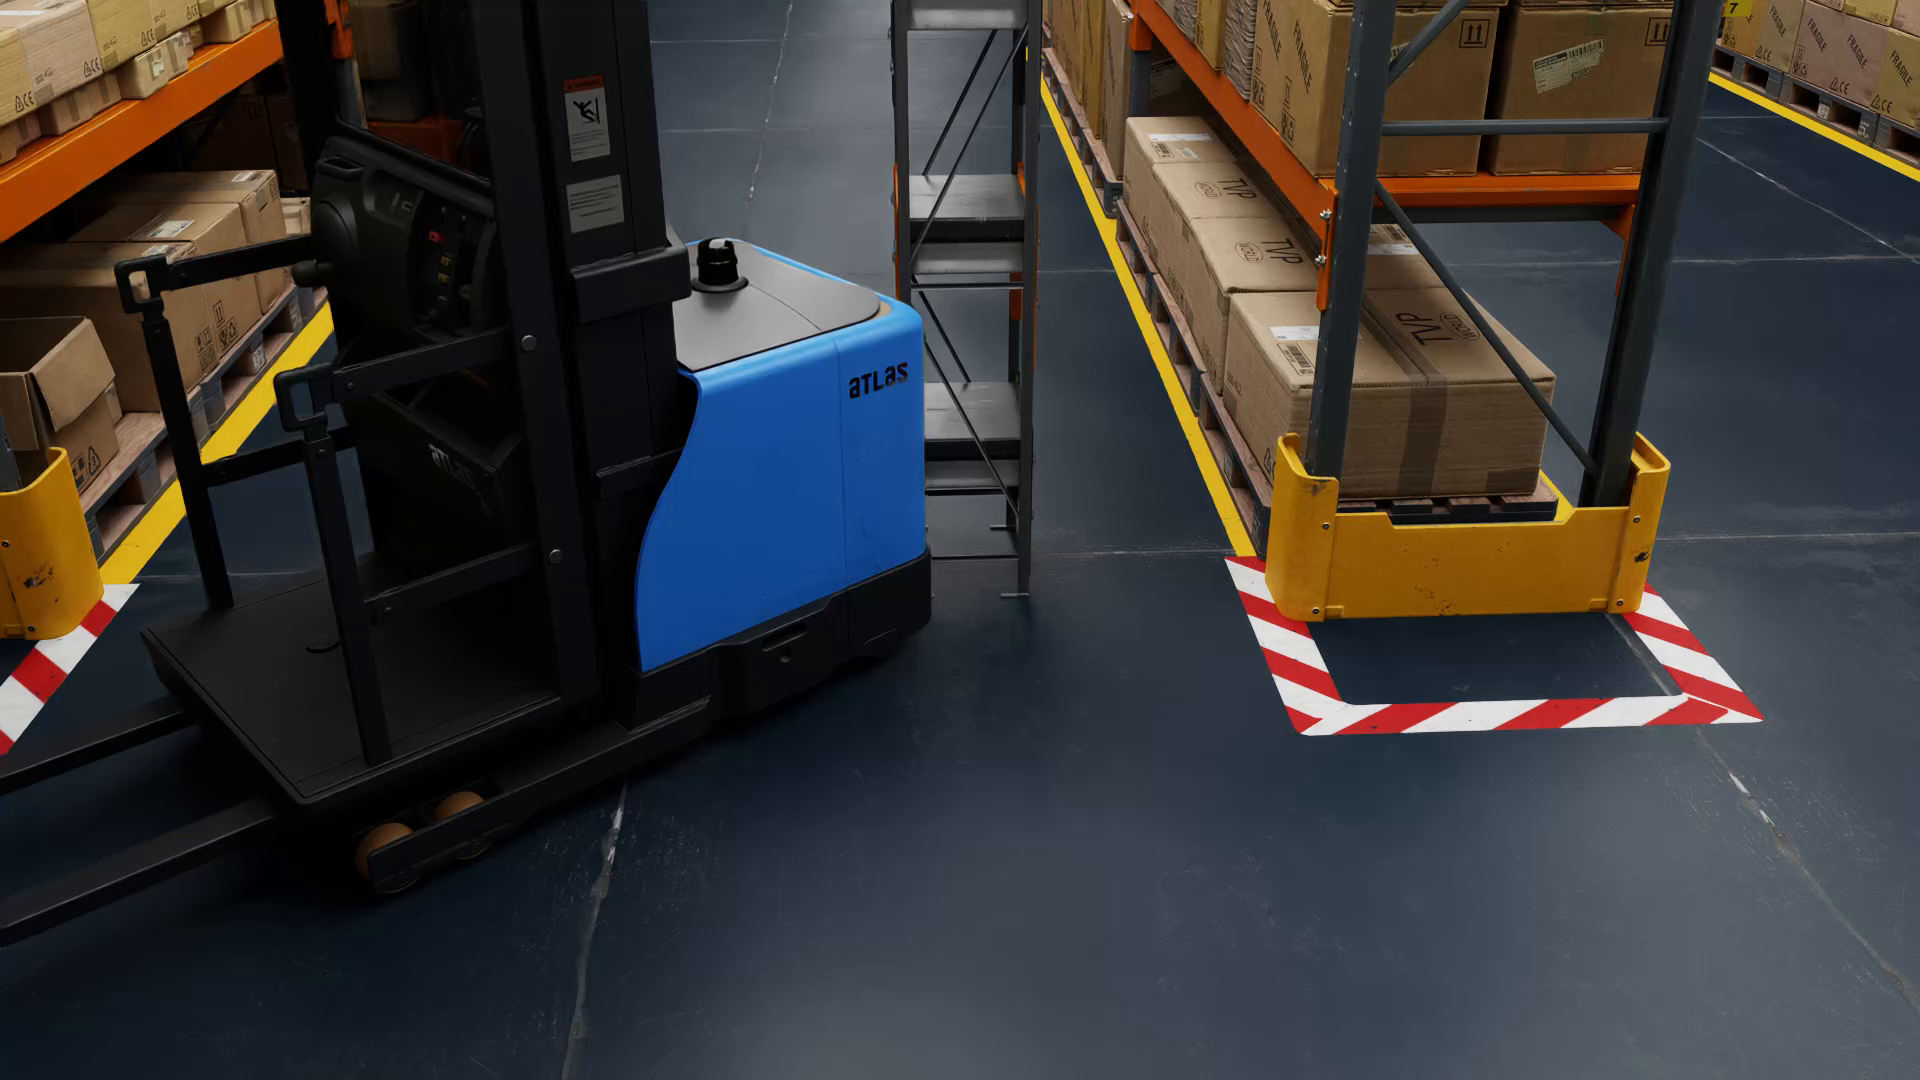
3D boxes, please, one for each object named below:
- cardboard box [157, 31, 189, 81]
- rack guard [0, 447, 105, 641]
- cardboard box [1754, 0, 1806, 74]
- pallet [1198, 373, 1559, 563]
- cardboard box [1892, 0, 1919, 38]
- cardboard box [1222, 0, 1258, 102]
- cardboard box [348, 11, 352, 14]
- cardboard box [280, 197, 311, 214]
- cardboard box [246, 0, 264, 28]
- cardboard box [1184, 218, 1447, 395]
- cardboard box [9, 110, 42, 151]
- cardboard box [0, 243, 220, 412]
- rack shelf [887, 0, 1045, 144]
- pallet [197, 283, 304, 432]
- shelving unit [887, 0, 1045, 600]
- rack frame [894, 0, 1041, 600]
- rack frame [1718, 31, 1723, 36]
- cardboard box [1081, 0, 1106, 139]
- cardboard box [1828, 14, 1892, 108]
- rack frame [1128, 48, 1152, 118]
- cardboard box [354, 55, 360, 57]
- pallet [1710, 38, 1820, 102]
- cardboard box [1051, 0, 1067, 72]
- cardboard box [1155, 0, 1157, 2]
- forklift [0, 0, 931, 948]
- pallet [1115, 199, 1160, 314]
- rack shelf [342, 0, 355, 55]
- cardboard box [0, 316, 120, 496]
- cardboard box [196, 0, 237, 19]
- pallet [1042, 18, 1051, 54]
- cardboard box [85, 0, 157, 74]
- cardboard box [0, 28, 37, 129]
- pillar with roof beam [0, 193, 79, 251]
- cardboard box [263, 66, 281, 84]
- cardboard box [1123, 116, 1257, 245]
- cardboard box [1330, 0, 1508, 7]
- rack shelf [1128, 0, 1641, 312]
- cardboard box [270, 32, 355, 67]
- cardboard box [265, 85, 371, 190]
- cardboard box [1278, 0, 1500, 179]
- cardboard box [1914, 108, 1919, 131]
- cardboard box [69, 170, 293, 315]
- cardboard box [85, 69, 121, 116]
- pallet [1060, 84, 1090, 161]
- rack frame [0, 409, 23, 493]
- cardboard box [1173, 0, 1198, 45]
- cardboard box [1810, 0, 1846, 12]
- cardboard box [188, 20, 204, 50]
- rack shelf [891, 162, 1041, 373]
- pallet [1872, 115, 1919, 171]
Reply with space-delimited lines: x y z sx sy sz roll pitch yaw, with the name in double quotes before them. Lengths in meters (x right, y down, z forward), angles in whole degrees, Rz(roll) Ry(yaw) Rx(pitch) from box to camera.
"cardboard box" -3.155 -1.817 6.261 0.380 0.149 0.250 -1 28 -1
"rack guard" -3.364 0.021 5.169 1.175 0.500 0.348 -1 28 -3
"cardboard box" 5.929 -3.548 11.557 0.500 0.500 0.500 -1 28 -2
"pallet" 1.477 -0.305 6.106 1.003 0.211 1.213 -1 28 -3
"cardboard box" 6.021 -3.173 10.029 0.500 0.250 0.500 0 28 0
"cardboard box" 1.259 -1.904 6.049 0.500 0.500 0.500 -1 28 -1
"cardboard box" -3.496 -3.163 10.118 0.380 0.149 0.250 -1 28 -2
"cardboard box" -3.247 -1.572 8.148 0.380 0.149 0.250 -2 28 -4
"cardboard box" -3.240 -2.286 7.161 0.380 0.149 0.250 -1 28 -1
"cardboard box" 1.406 -0.949 6.642 0.875 0.438 0.875 -1 28 -1
"cardboard box" -3.211 -1.336 5.340 0.380 0.149 0.250 -2 28 -3
"cardboard box" -3.303 -0.811 6.310 0.700 0.500 0.500 0 28 -1
"rack shelf" 0.009 -1.463 4.800 0.431 0.518 0.480 -1 28 -3
"pallet" -3.467 -0.781 7.020 1.003 0.211 1.213 -1 28 -3
"shelving unit" 0.009 -0.855 5.118 0.431 2.100 0.503 -1 28 -3
"rack frame" 0.021 -0.742 4.902 0.400 2.100 0.015 -1 28 -3
"rack frame" 6.117 -5.035 12.159 1.000 3.000 0.127 -1 28 -3
"cardboard box" 1.221 -2.967 10.038 0.875 0.875 0.875 -1 28 -1
"cardboard box" 5.987 -3.075 10.651 0.500 0.500 0.500 -2 28 -4
"rack frame" 1.388 -3.021 8.299 1.000 3.000 0.127 -1 28 -3
"cardboard box" -3.414 -2.563 8.968 0.380 0.149 0.250 -2 28 -4
"pallet" 6.156 -3.437 12.112 1.003 0.211 1.213 -1 28 -3
"cardboard box" 1.132 -3.792 11.619 0.875 0.875 0.875 -2 28 -3
"cardboard box" 1.151 -2.842 7.848 0.500 0.500 0.500 -1 28 -1
"forklift" -1.520 -0.706 3.935 3.031 2.935 1.130 -23 35 -36
"pallet" 1.349 -1.432 8.267 1.003 0.211 1.213 -1 28 -3
"rack shelf" -3.673 -3.504 10.003 1.077 0.370 4.000 -1 28 -3
"cardboard box" -3.297 -0.416 5.550 0.797 0.503 0.637 -2 28 -5
"cardboard box" -3.245 -2.274 6.707 0.500 0.250 0.500 -2 28 -3
"pallet" 1.140 -3.993 13.177 1.003 0.211 1.213 -1 28 -3
"cardboard box" -3.171 -1.801 5.799 0.500 0.250 0.500 -2 28 -4
"cardboard box" -3.115 -1.334 4.904 0.500 0.250 0.500 -1 28 -2
"pillar with roof beam" -0.134 -5.320 6.220 9.100 9.000 0.400 -1 28 -3
"cardboard box" -3.895 -2.549 8.942 0.380 0.149 0.250 -1 28 -3
"cardboard box" 1.313 -1.779 8.233 0.875 0.438 0.875 -2 28 -3
"cardboard box" 1.334 -1.878 4.919 0.500 0.500 0.500 0 28 -1
"rack shelf" 1.492 -1.779 6.694 1.077 0.370 4.000 -1 28 -3
"cardboard box" -3.383 -2.568 8.655 0.380 0.149 0.250 -2 28 -4
"cardboard box" -3.370 -2.206 8.985 0.500 0.500 0.500 0 28 0
"cardboard box" 1.307 -1.435 5.149 0.500 0.500 0.500 -1 28 -2
"cardboard box" 6.036 -2.601 9.742 0.500 0.500 0.500 -2 28 -4
"cardboard box" -3.357 -1.290 7.229 0.700 0.500 0.500 -2 28 -5
"cardboard box" -3.183 -1.577 5.802 0.380 0.149 0.250 -1 28 -2
"pallet" 1.205 -2.704 10.706 1.003 0.211 1.213 -1 28 -3
"rack frame" -3.360 -1.052 4.524 1.000 3.000 0.127 -1 28 -3
"cardboard box" 1.193 -2.380 6.962 0.500 0.500 0.500 -1 28 -2
"cardboard box" 5.951 -3.658 10.957 0.500 0.250 0.500 -1 28 -2
"cardboard box" -3.297 -2.047 6.703 0.380 0.149 0.250 -1 28 -2
"rack shelf" 0.009 -0.842 5.124 0.431 0.518 0.480 -1 28 -3
"pallet" 6.284 -2.310 9.952 1.003 0.211 1.213 -1 28 -3
